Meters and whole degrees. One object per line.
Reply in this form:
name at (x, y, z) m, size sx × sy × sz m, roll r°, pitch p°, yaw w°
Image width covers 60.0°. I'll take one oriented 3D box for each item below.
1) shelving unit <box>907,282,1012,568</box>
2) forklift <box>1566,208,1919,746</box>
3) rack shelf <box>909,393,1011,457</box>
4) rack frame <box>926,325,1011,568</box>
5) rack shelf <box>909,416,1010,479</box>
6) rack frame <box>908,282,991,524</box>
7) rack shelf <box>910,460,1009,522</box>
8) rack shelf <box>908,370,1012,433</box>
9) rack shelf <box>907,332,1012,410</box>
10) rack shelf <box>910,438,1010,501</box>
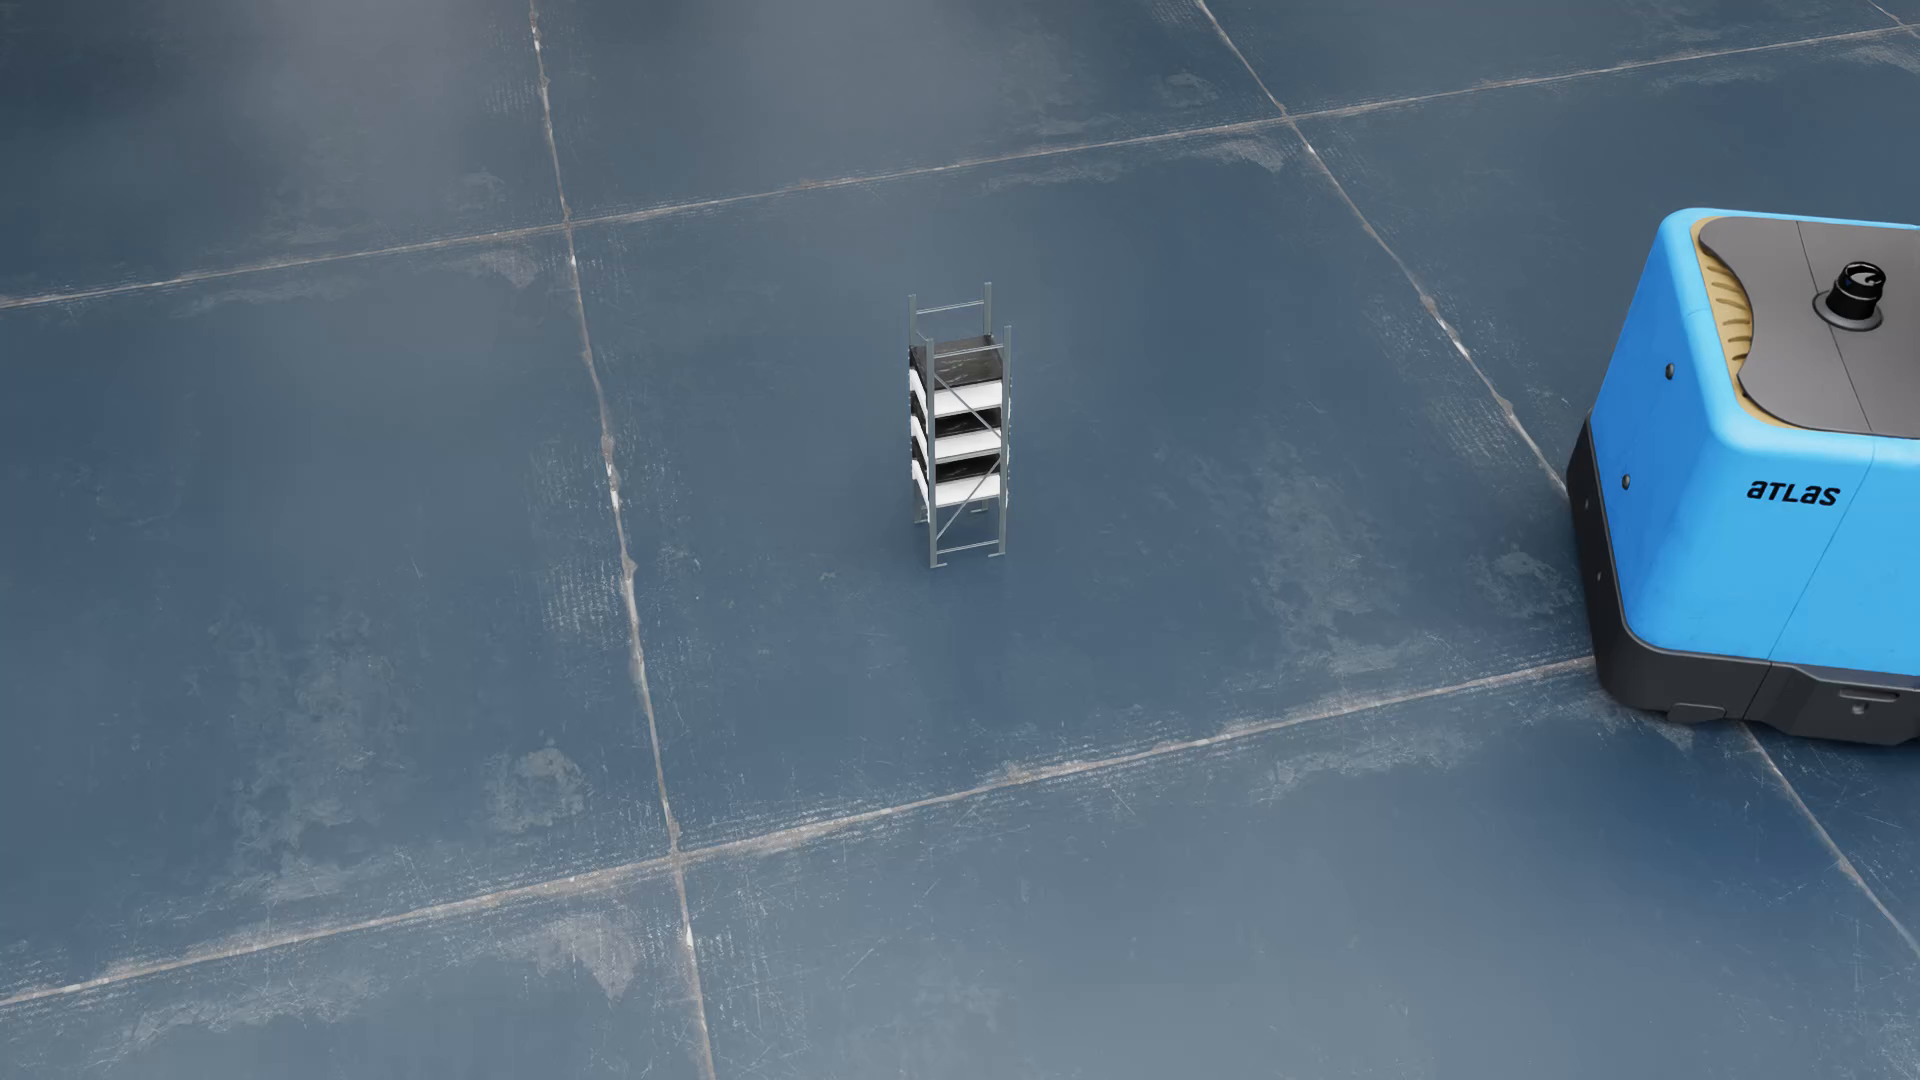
shelving unit at (-0.002, -0.321, 4.934) m, size 0.258 × 0.900 × 0.210 m, roll -11°, pitch 47°, yaw -10°
forklift at (3.388, -0.727, 3.910) m, size 3.031 × 2.935 × 1.130 m, roll 6°, pitch 46°, yaw 6°
rack shelf at (-0.002, -0.360, 4.894) m, size 0.258 × 0.077 × 0.200 m, roll -11°, pitch 47°, yaw -10°
rack frame at (0.024, -0.250, 4.865) m, size 0.240 × 0.900 × 0.006 m, roll -11°, pitch 47°, yaw -10°
rack shelf at (-0.002, -0.297, 4.958) m, size 0.258 × 0.077 × 0.200 m, roll -11°, pitch 47°, yaw -10°
rack frame at (-0.028, -0.391, 5.003) m, size 0.240 × 0.900 × 0.006 m, roll -11°, pitch 47°, yaw -10°
rack shelf at (-0.002, -0.171, 5.086) m, size 0.258 × 0.077 × 0.200 m, roll -11°, pitch 47°, yaw -10°
rack shelf at (-0.002, -0.423, 4.829) m, size 0.258 × 0.077 × 0.200 m, roll -11°, pitch 47°, yaw -10°
rack shelf at (-0.002, -0.486, 4.765) m, size 0.258 × 0.077 × 0.200 m, roll -11°, pitch 47°, yaw -10°
rack shelf at (-0.002, -0.234, 5.022) m, size 0.258 × 0.077 × 0.200 m, roll -11°, pitch 47°, yaw -10°
